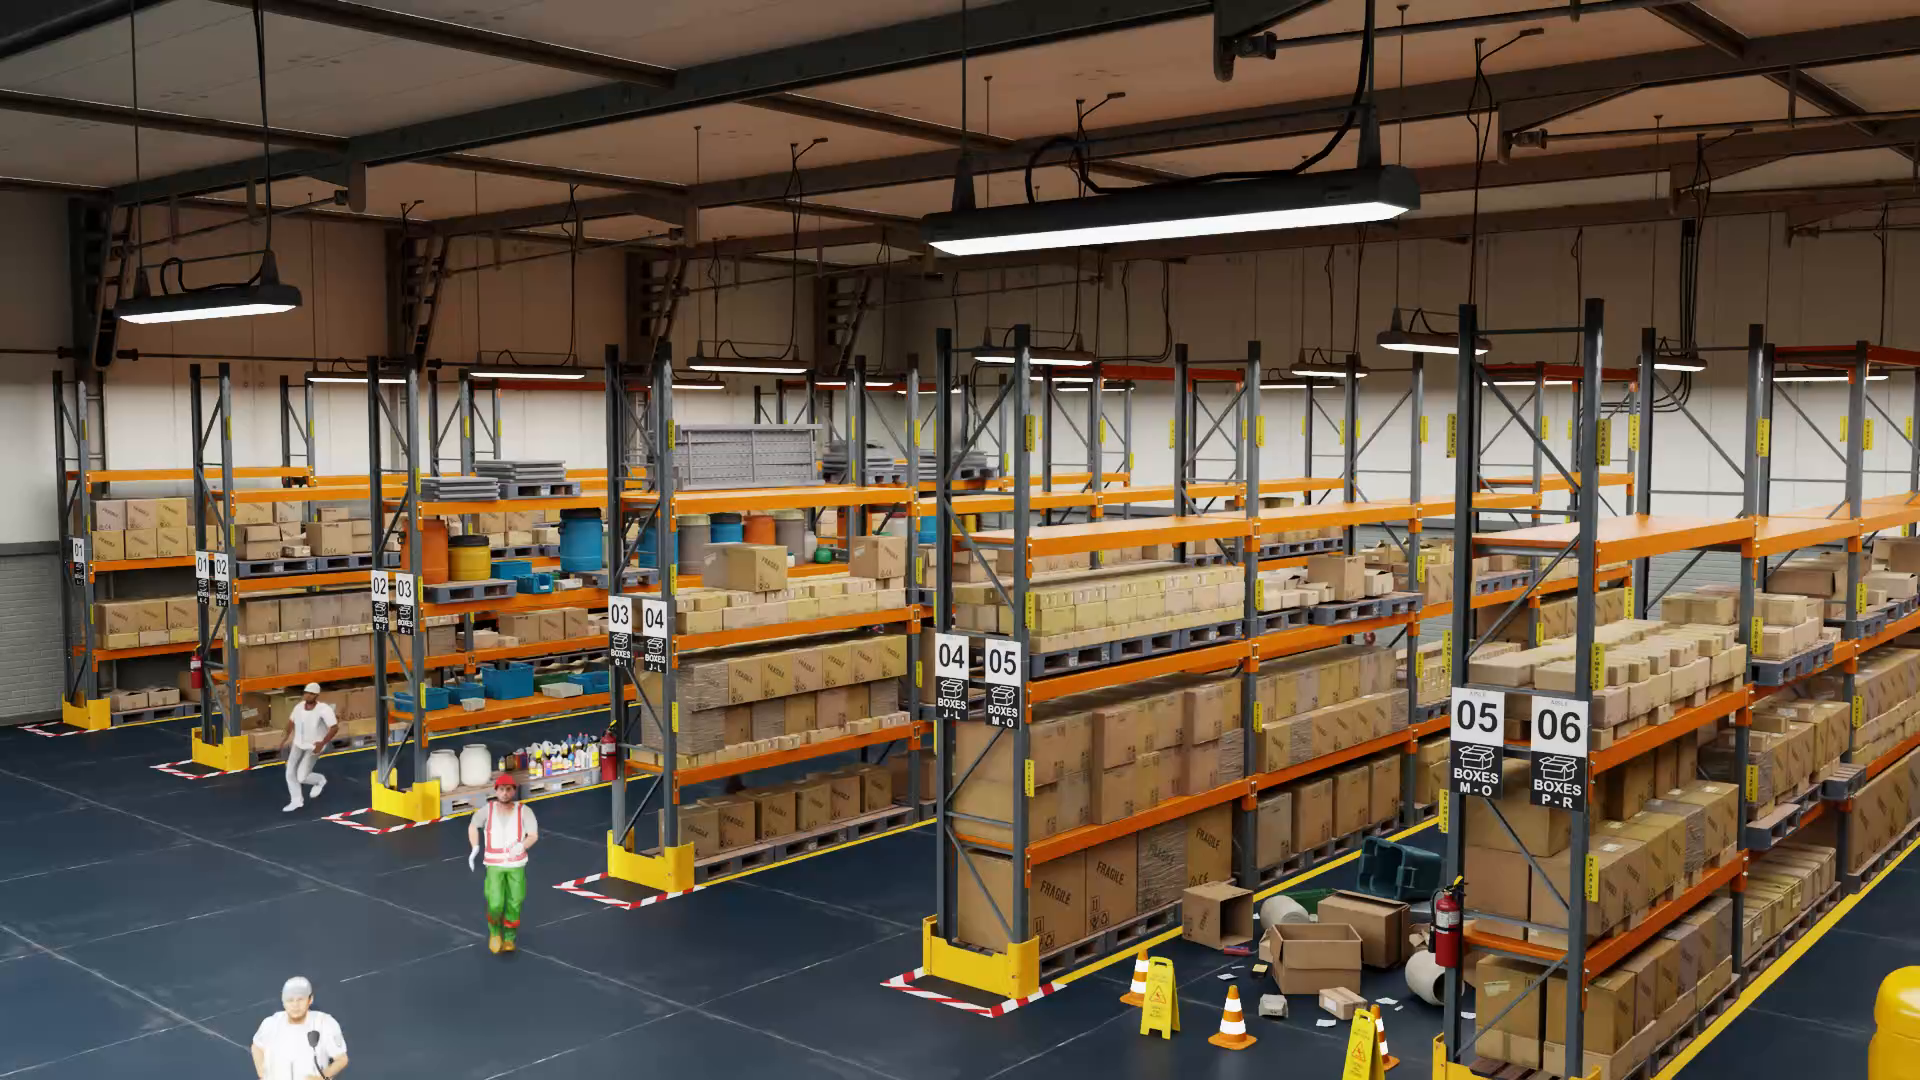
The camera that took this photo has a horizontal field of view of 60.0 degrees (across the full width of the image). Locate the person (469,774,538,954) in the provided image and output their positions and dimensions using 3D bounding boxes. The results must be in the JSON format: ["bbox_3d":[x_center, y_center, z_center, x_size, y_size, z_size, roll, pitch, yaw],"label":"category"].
[{"bbox_3d":[-4.362,3.120,15.926,0.646,1.743,0.650,-1,4,-18],"label":"person"}]

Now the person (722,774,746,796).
[{"bbox_3d":[-3.022,2.734,21.829,0.644,1.771,0.813,2,5,26],"label":"person"}]

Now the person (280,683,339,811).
[{"bbox_3d":[-8.624,2.730,22.120,0.745,1.706,0.585,1,4,18],"label":"person"}]

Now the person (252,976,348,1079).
[{"bbox_3d":[-4.160,3.600,10.483,0.590,1.738,0.665,-1,4,-16],"label":"person"}]

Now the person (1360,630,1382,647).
[{"bbox_3d":[6.957,2.332,28.269,0.526,1.610,0.677,3,5,38],"label":"person"}]
